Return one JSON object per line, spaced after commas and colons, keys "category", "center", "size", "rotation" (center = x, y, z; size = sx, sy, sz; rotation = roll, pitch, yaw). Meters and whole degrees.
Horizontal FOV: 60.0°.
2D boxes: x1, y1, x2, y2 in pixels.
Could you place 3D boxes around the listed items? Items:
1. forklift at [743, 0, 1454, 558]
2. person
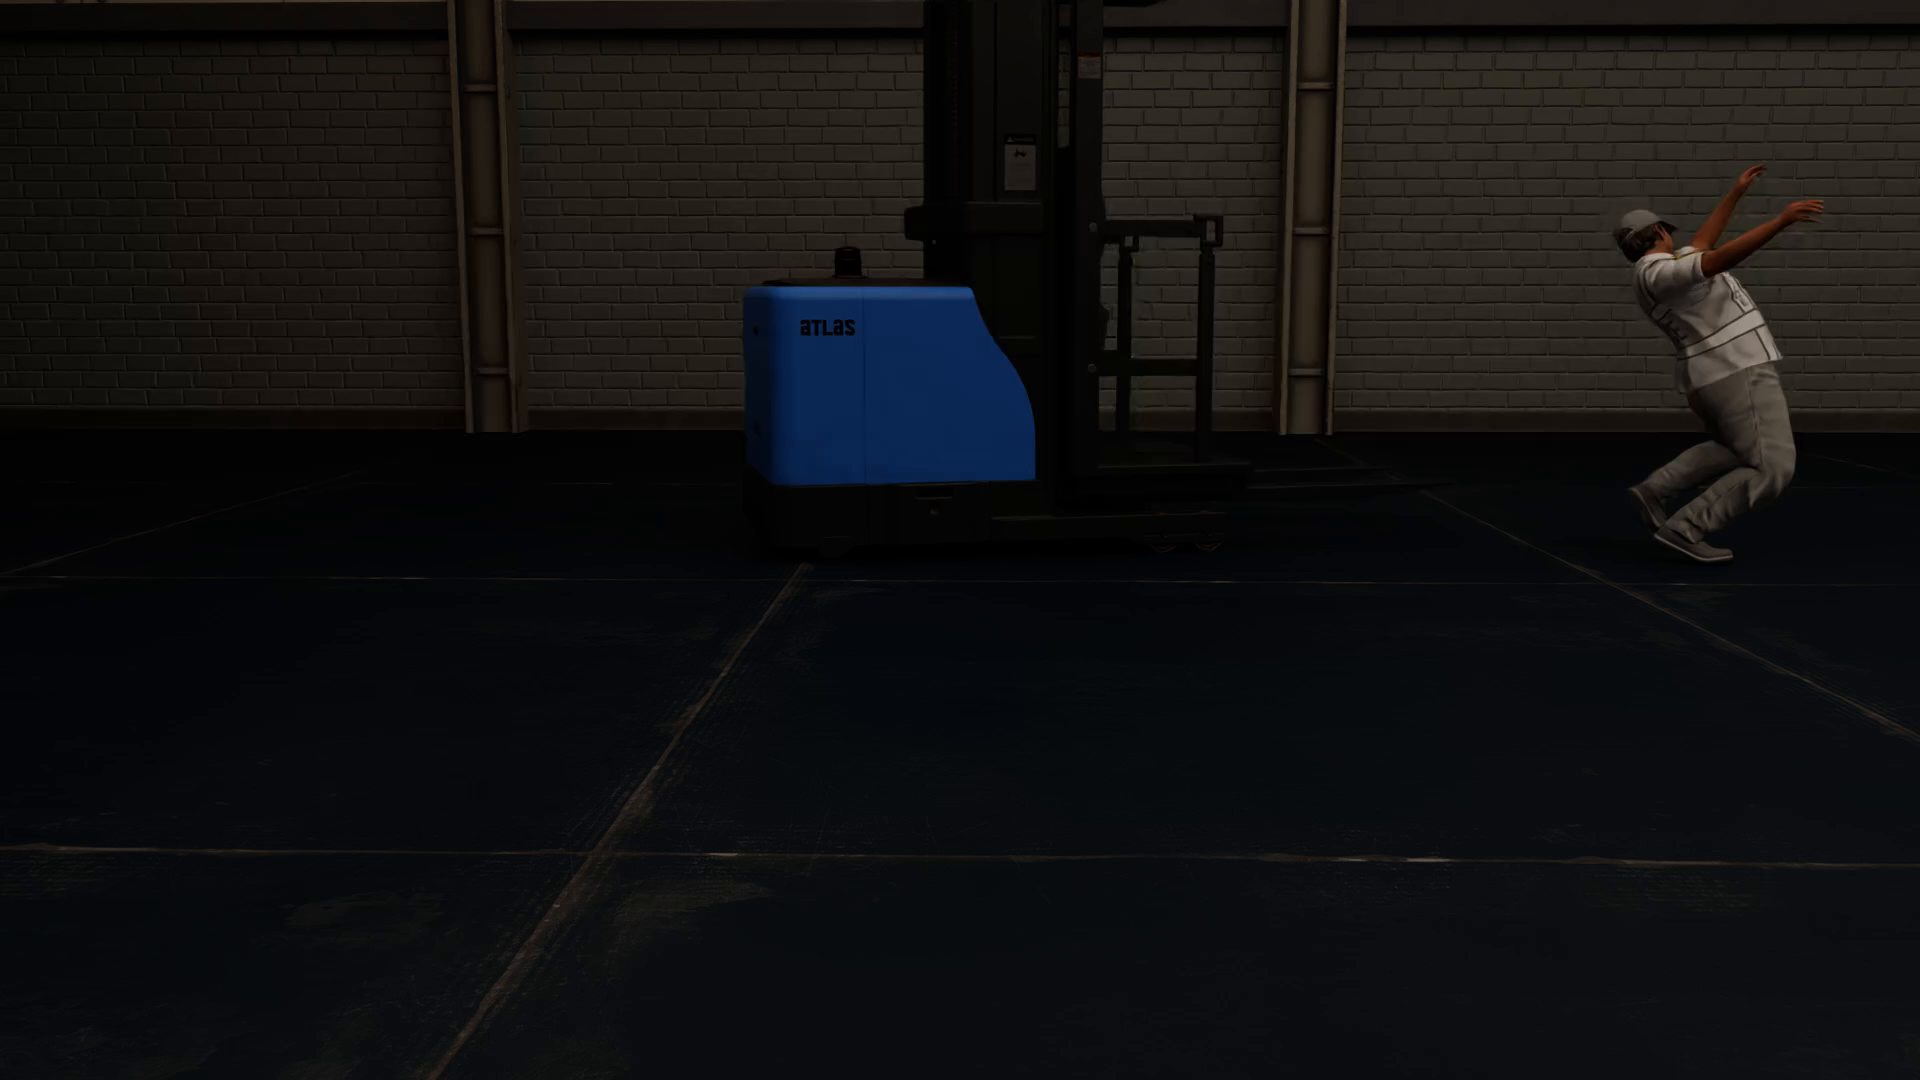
{"category": "forklift", "center": [0.621, -1.474, 7.073], "size": [3.031, 2.935, 1.130], "rotation": [-2, 9, -14]}
{"category": "person", "center": [2.901, -0.692, 6.471], "size": [0.657, 1.552, 0.950], "rotation": [2, 9, 11]}
